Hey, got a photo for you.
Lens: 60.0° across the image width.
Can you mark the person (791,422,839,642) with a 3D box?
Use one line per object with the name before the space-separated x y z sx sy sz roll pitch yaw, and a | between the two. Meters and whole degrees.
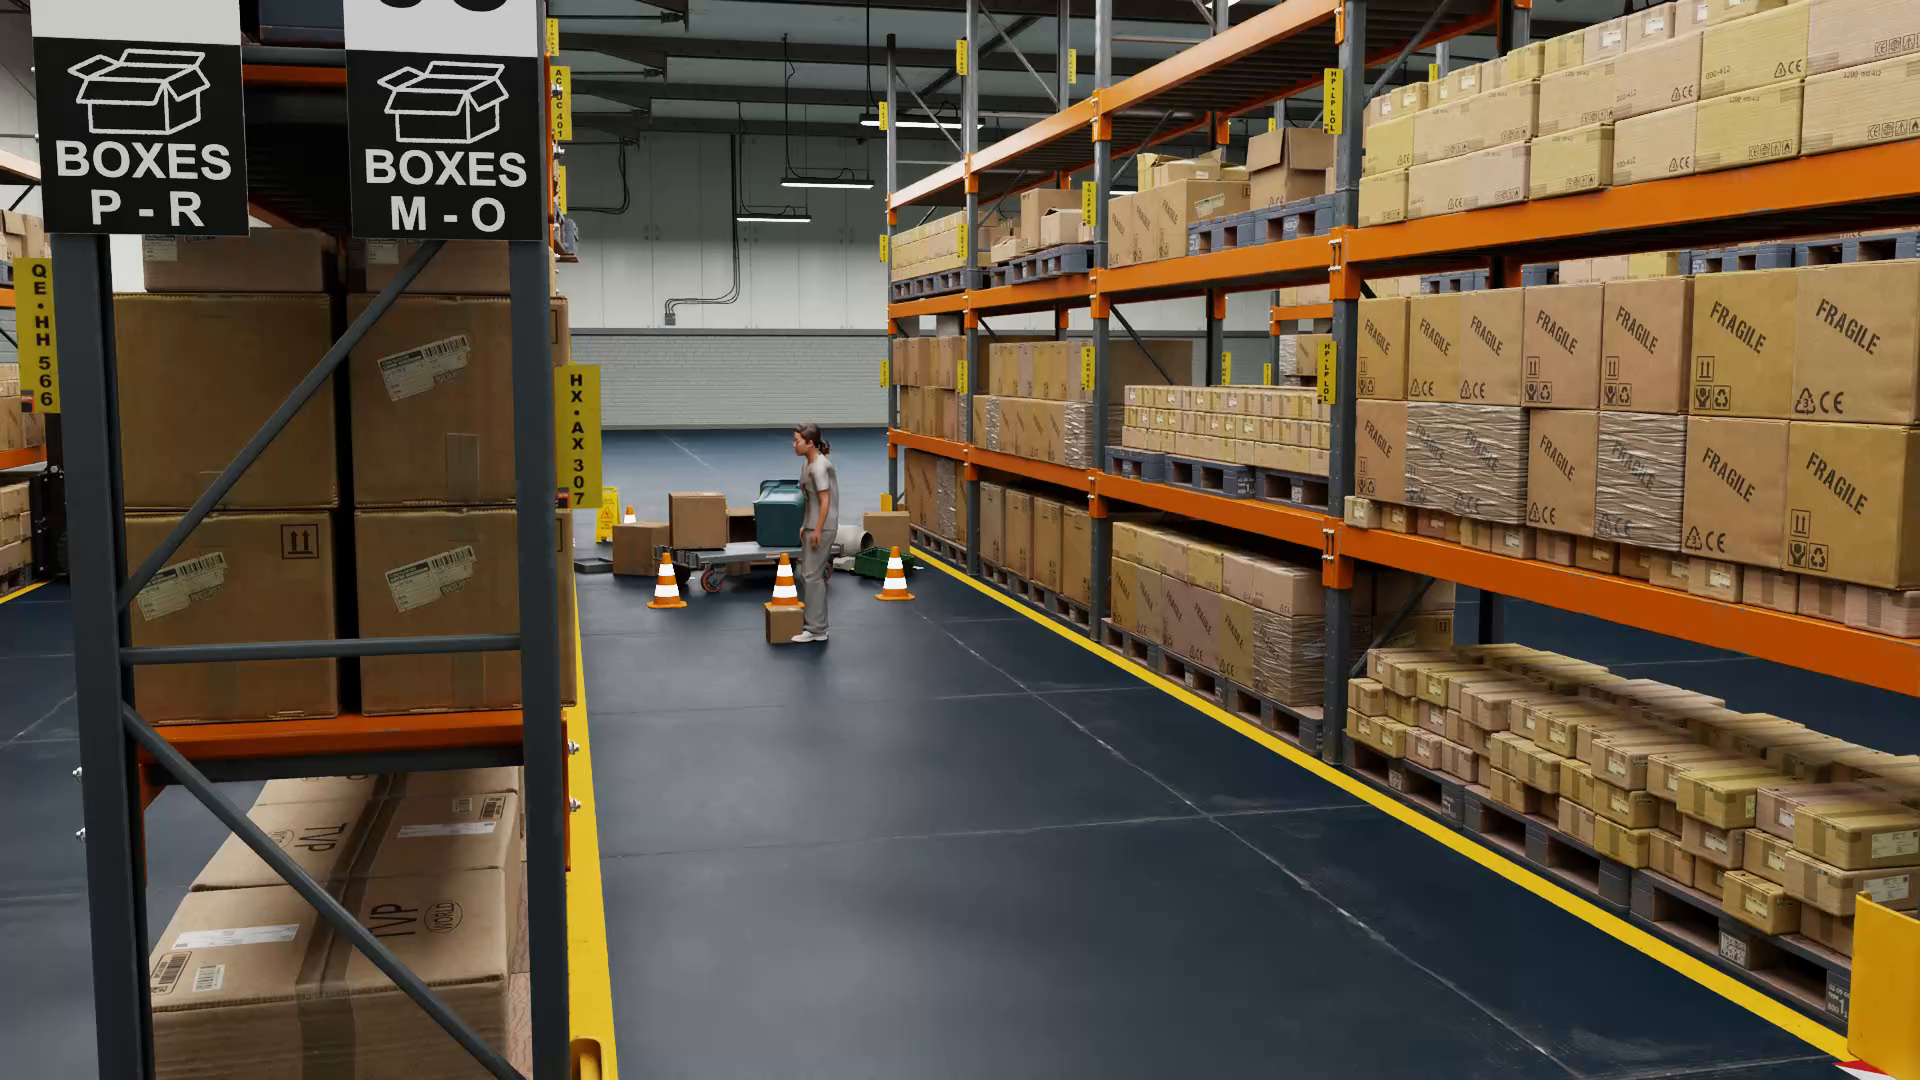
person | -1.137 -0.065 12.742 0.406 1.673 0.507 -2 6 -16
